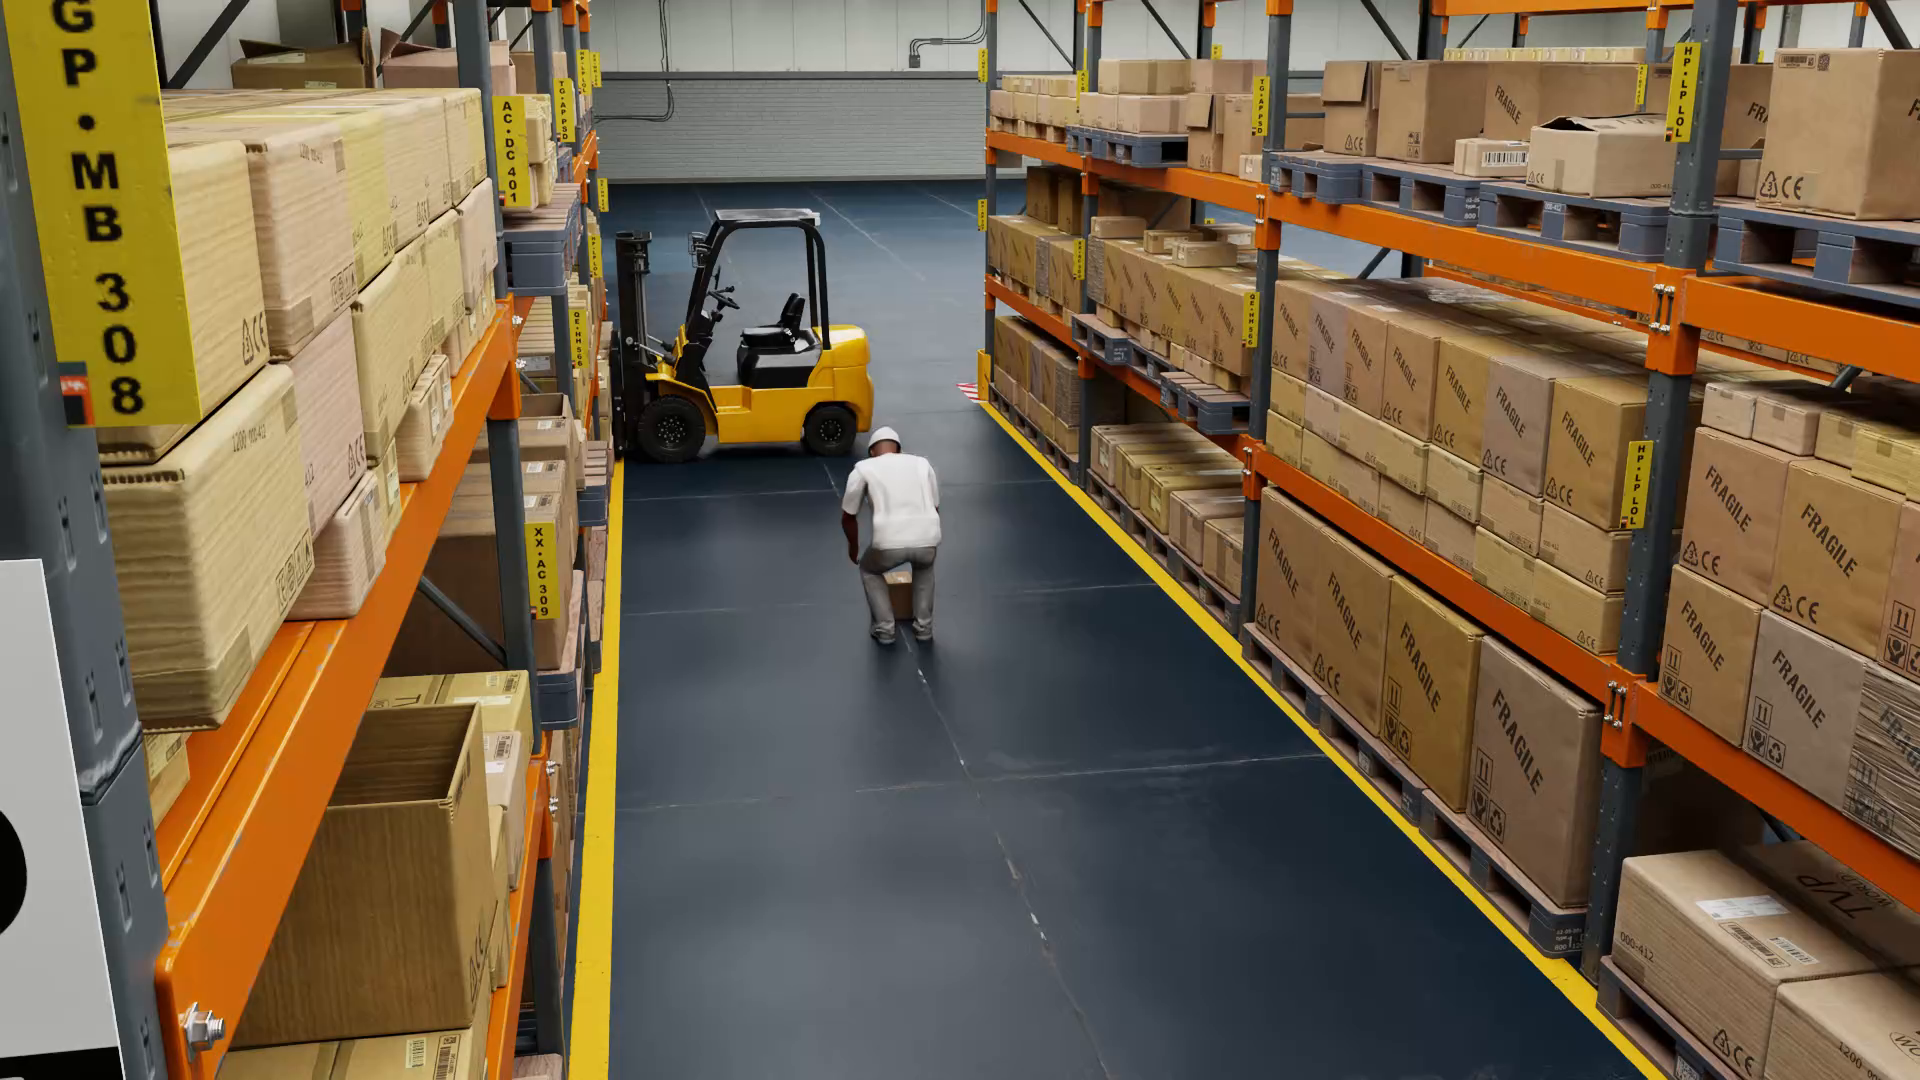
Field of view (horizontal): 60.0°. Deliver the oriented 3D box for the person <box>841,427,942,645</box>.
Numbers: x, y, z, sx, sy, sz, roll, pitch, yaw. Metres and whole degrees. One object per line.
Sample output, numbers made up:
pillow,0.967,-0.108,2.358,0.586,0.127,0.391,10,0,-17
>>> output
person,-0.416,-0.020,10.426,0.627,1.283,0.817,-3,17,-10
